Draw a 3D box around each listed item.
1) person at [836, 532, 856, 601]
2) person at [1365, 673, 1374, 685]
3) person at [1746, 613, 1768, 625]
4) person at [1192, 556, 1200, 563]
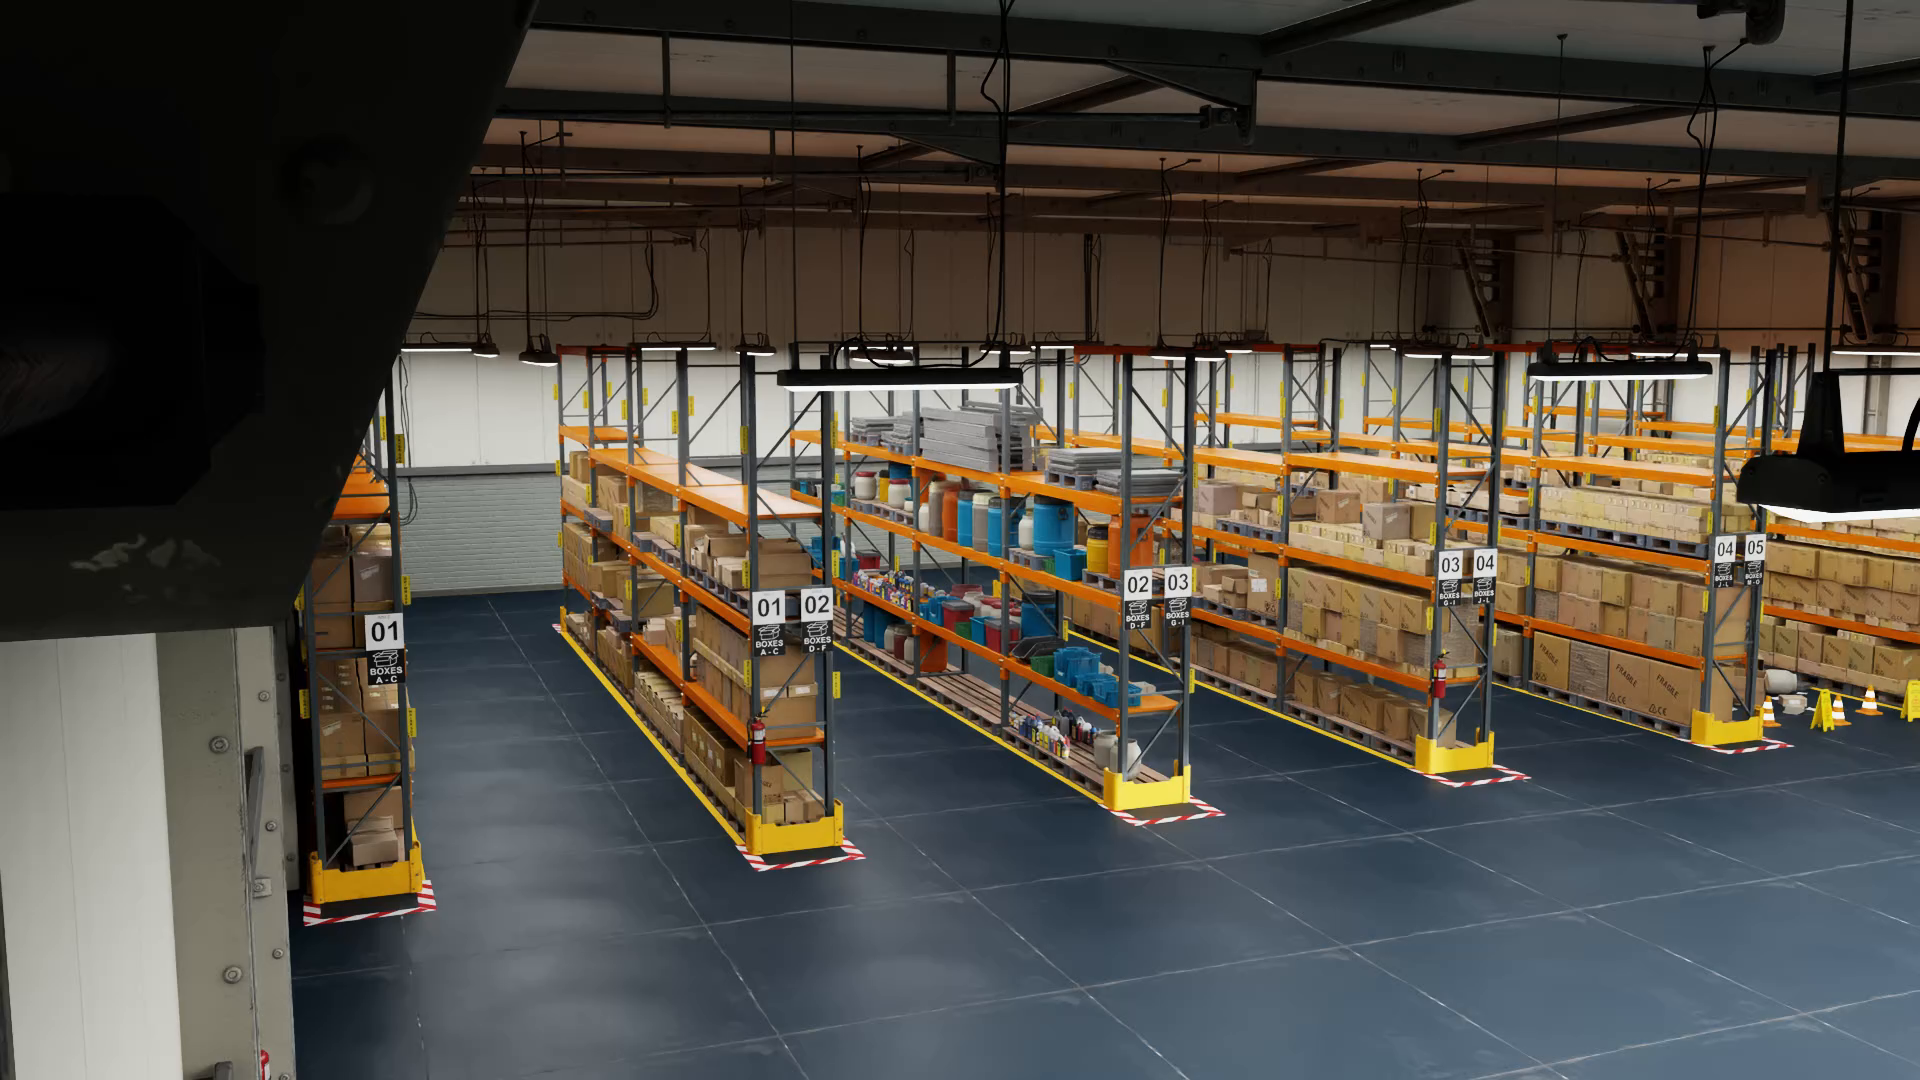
[{"bbox_3d":[-2.637,0.575,38.875,0.443,1.616,1.058,-5,9,-36],"label":"person"},{"bbox_3d":[7.189,1.848,28.921,0.539,1.698,0.584,-1,7,-6],"label":"person"},{"bbox_3d":[16.979,1.071,35.397,0.407,1.609,0.631,-6,9,-37],"label":"person"},{"bbox_3d":[4.901,0.970,35.550,0.586,1.724,0.541,-1,7,-11],"label":"person"}]
